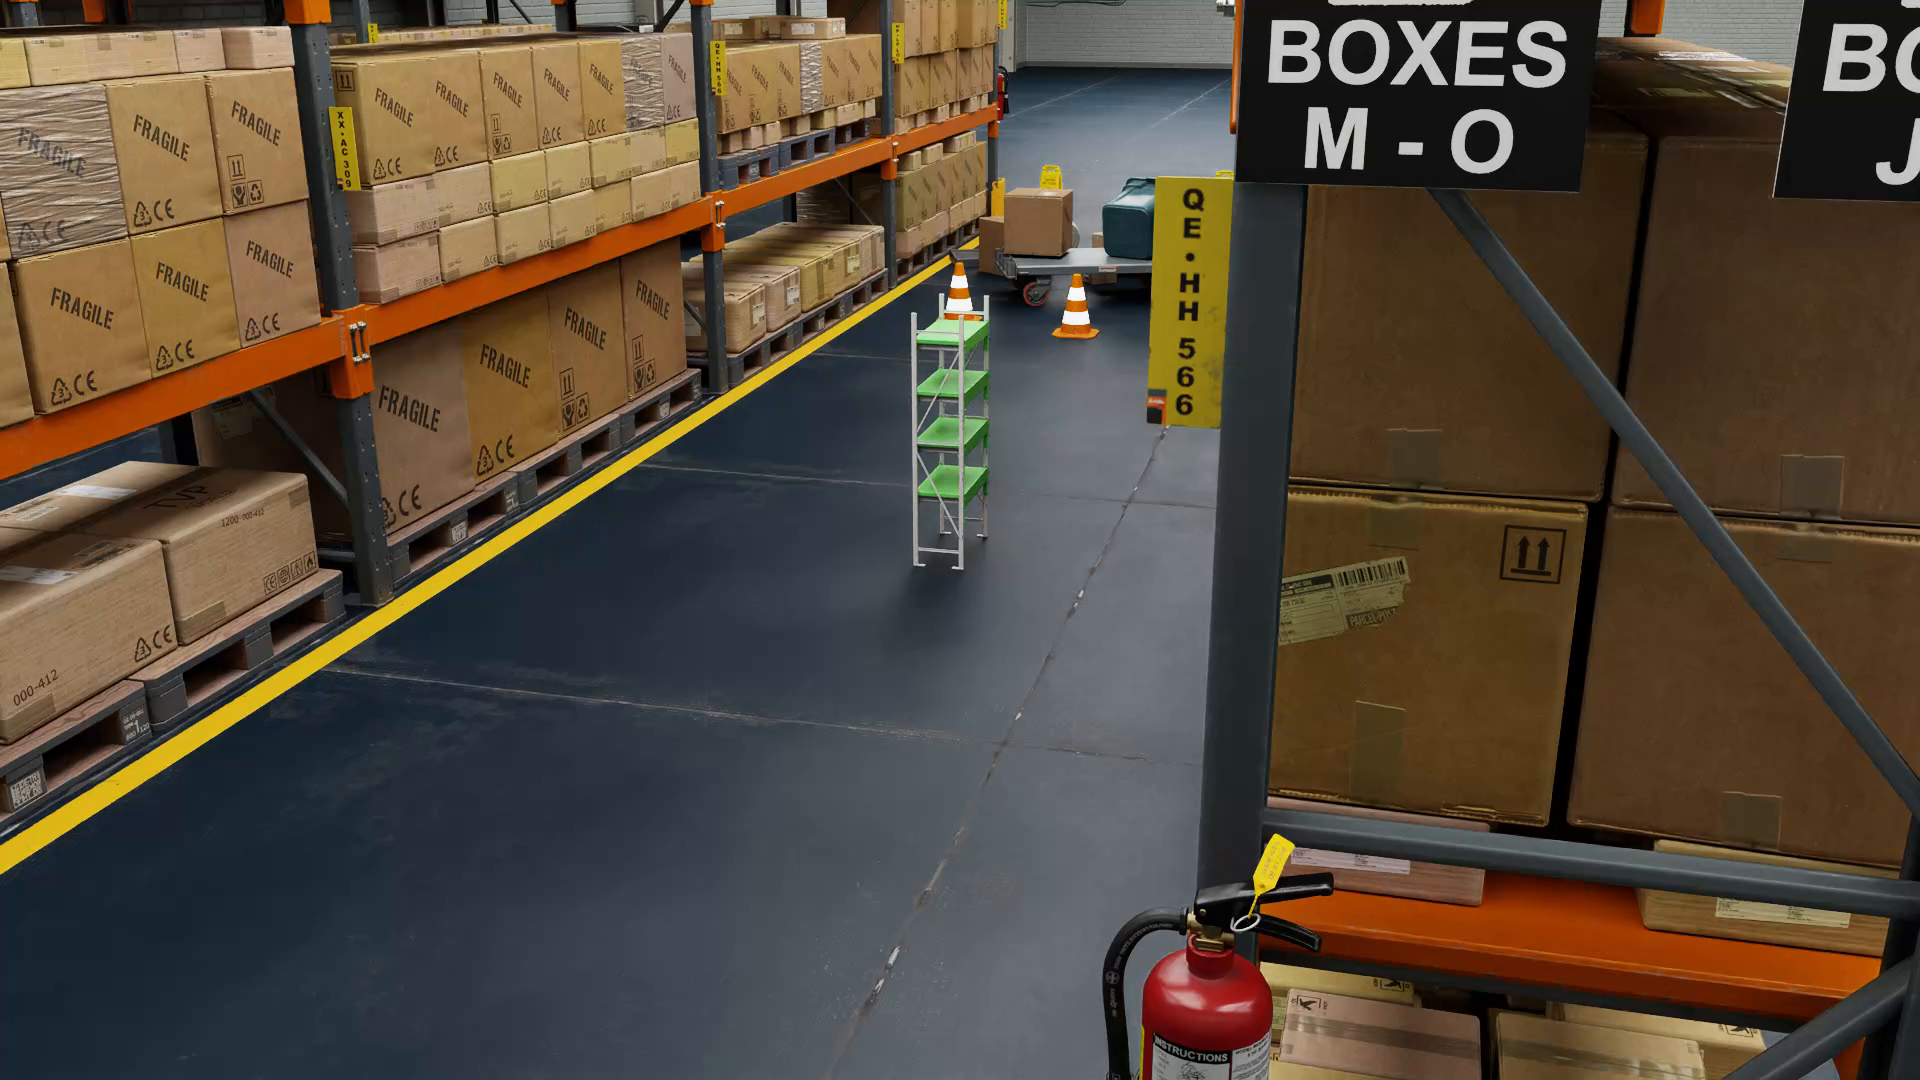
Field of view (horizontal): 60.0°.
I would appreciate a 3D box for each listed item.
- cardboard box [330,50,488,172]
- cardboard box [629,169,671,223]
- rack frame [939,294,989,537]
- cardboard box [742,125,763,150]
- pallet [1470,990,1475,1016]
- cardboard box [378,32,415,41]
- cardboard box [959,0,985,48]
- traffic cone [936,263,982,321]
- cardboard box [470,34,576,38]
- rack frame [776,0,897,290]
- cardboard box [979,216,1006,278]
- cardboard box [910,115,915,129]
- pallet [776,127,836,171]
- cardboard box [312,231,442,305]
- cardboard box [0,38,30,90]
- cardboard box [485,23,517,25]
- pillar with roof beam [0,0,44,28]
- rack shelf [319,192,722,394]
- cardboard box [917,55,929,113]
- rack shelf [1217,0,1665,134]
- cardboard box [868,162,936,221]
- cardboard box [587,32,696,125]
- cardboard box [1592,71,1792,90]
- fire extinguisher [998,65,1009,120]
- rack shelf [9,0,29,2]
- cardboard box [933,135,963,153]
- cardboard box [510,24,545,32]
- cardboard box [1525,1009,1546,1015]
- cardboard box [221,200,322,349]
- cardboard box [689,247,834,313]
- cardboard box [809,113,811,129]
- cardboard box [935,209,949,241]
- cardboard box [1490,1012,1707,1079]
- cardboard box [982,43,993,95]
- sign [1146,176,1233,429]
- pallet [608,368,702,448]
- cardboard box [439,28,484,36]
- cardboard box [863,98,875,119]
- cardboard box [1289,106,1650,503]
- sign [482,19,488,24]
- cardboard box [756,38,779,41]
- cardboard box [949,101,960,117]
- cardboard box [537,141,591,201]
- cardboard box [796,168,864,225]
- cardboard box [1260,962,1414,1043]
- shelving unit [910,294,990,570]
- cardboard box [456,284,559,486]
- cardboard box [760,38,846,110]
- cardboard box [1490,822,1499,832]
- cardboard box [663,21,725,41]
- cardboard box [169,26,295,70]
[{"bbox_3d":[-2.532,-1.968,7.608,0.500,0.500,0.500,5,19,13],"label":"cardboard box"},{"bbox_3d":[-2.020,-2.013,9.673,0.500,0.250,0.500,5,19,14],"label":"cardboard box"},{"bbox_3d":[0.019,-0.592,8.066,0.240,1.200,0.015,5,19,13],"label":"rack frame"},{"bbox_3d":[-1.566,-2.760,11.366,0.380,0.149,0.250,3,19,10],"label":"cardboard box"},{"bbox_3d":[1.383,1.105,4.627,1.003,0.211,1.213,5,19,13],"label":"pallet"},{"bbox_3d":[-5.480,-4.811,16.012,0.380,0.149,0.250,4,19,12],"label":"cardboard box"},{"bbox_3d":[-0.153,-5.090,16.287,0.700,0.500,0.500,4,19,13],"label":"cardboard box"},{"bbox_3d":[-0.007,-1.979,13.265,0.336,0.463,0.334,5,19,13],"label":"traffic cone"},{"bbox_3d":[-2.508,-2.654,9.615,0.500,0.500,0.500,5,19,14],"label":"cardboard box"},{"bbox_3d":[-1.061,-3.678,14.316,1.000,3.000,0.127,5,19,13],"label":"rack frame"},{"bbox_3d":[0.520,-2.725,15.389,0.500,0.500,0.500,-13,23,-34],"label":"cardboard box"},{"bbox_3d":[-0.627,-3.802,15.067,0.380,0.149,0.250,5,19,13],"label":"cardboard box"},{"bbox_3d":[-1.595,-2.958,12.503,1.003,0.211,1.213,5,19,13],"label":"pallet"},{"bbox_3d":[-2.652,-1.217,7.342,0.500,0.250,0.500,4,19,12],"label":"cardboard box"},{"bbox_3d":[-3.156,-1.481,5.178,0.380,0.149,0.250,4,19,12],"label":"cardboard box"},{"bbox_3d":[-5.187,-5.730,18.703,0.380,0.149,0.250,4,19,12],"label":"cardboard box"},{"bbox_3d":[-3.234,-5.794,11.230,9.100,9.000,0.400,5,19,13],"label":"pillar with roof beam"},{"bbox_3d":[-2.527,-1.457,8.927,1.077,0.370,4.000,5,19,13],"label":"rack shelf"},{"bbox_3d":[-0.583,-4.142,15.057,0.500,0.500,0.500,5,19,13],"label":"cardboard box"},{"bbox_3d":[1.320,-1.264,3.720,1.077,0.370,4.000,5,19,13],"label":"rack shelf"},{"bbox_3d":[-0.536,-3.263,15.545,0.500,0.500,0.500,5,20,16],"label":"cardboard box"},{"bbox_3d":[-1.911,-2.762,9.933,0.500,0.500,0.500,4,19,12],"label":"cardboard box"},{"bbox_3d":[1.464,-0.659,3.314,0.500,0.500,0.500,4,19,12],"label":"cardboard box"},{"bbox_3d":[0.391,-4.895,17.998,0.296,0.674,0.183,5,19,13],"label":"fire extinguisher"},{"bbox_3d":[-7.341,-3.268,9.586,1.077,0.370,4.000,5,19,13],"label":"rack shelf"},{"bbox_3d":[-0.182,-3.938,16.518,0.380,0.149,0.250,6,20,16],"label":"cardboard box"},{"bbox_3d":[-4.812,-5.609,18.351,0.380,0.149,0.250,5,19,13],"label":"cardboard box"},{"bbox_3d":[1.472,1.071,3.713,0.380,0.149,0.250,5,20,15],"label":"cardboard box"},{"bbox_3d":[-2.881,-1.053,6.474,0.500,0.500,0.500,5,19,14],"label":"cardboard box"},{"bbox_3d":[-1.528,-2.025,12.892,0.950,0.372,0.625,5,20,15],"label":"cardboard box"},{"bbox_3d":[-1.347,-3.182,12.602,0.380,0.149,0.250,4,19,11],"label":"cardboard box"},{"bbox_3d":[-0.409,-3.074,16.152,0.500,0.250,0.500,4,19,13],"label":"cardboard box"},{"bbox_3d":[1.240,1.078,3.233,0.380,0.149,0.250,5,19,14],"label":"cardboard box"},{"bbox_3d":[0.051,-4.928,17.361,0.500,0.500,0.500,4,19,12],"label":"cardboard box"},{"bbox_3d":[0.298,-0.306,2.161,0.100,0.325,0.005,5,19,13],"label":"sign"},{"bbox_3d":[-2.304,-0.864,10.390,1.003,0.211,1.213,5,19,13],"label":"pallet"},{"bbox_3d":[-5.150,-5.208,17.176,0.380,0.149,0.250,5,19,14],"label":"cardboard box"},{"bbox_3d":[-0.919,-3.575,13.753,0.380,0.149,0.250,5,19,14],"label":"cardboard box"},{"bbox_3d":[0.702,-0.382,2.504,0.500,0.500,0.500,4,19,12],"label":"cardboard box"},{"bbox_3d":[-5.435,-5.816,19.112,0.100,0.325,0.005,5,19,13],"label":"sign"},{"bbox_3d":[-1.710,-3.630,12.910,0.500,0.500,0.500,5,19,13],"label":"cardboard box"},{"bbox_3d":[-0.213,-4.273,16.445,0.380,0.149,0.250,4,19,13],"label":"cardboard box"},{"bbox_3d":[-2.264,-1.933,8.664,0.500,0.250,0.500,4,19,12],"label":"cardboard box"},{"bbox_3d":[-1.177,-3.137,15.177,0.500,0.500,0.500,4,19,13],"label":"cardboard box"},{"bbox_3d":[0.772,0.959,3.578,0.380,0.149,0.250,4,19,12],"label":"cardboard box"},{"bbox_3d":[-0.040,-0.516,7.842,0.258,1.200,0.503,5,19,13],"label":"shelving unit"},{"bbox_3d":[-2.729,-0.849,8.669,0.875,0.875,0.875,5,20,15],"label":"cardboard box"},{"bbox_3d":[-1.204,-3.586,12.780,0.500,0.500,0.500,5,20,15],"label":"cardboard box"},{"bbox_3d":[0.734,0.361,2.878,0.380,0.149,0.250,5,19,13],"label":"cardboard box"},{"bbox_3d":[-1.913,-3.654,11.975,0.380,0.149,0.250,4,19,11],"label":"cardboard box"},{"bbox_3d":[-2.783,-1.877,6.336,0.380,0.149,0.250,4,19,12],"label":"cardboard box"}]
